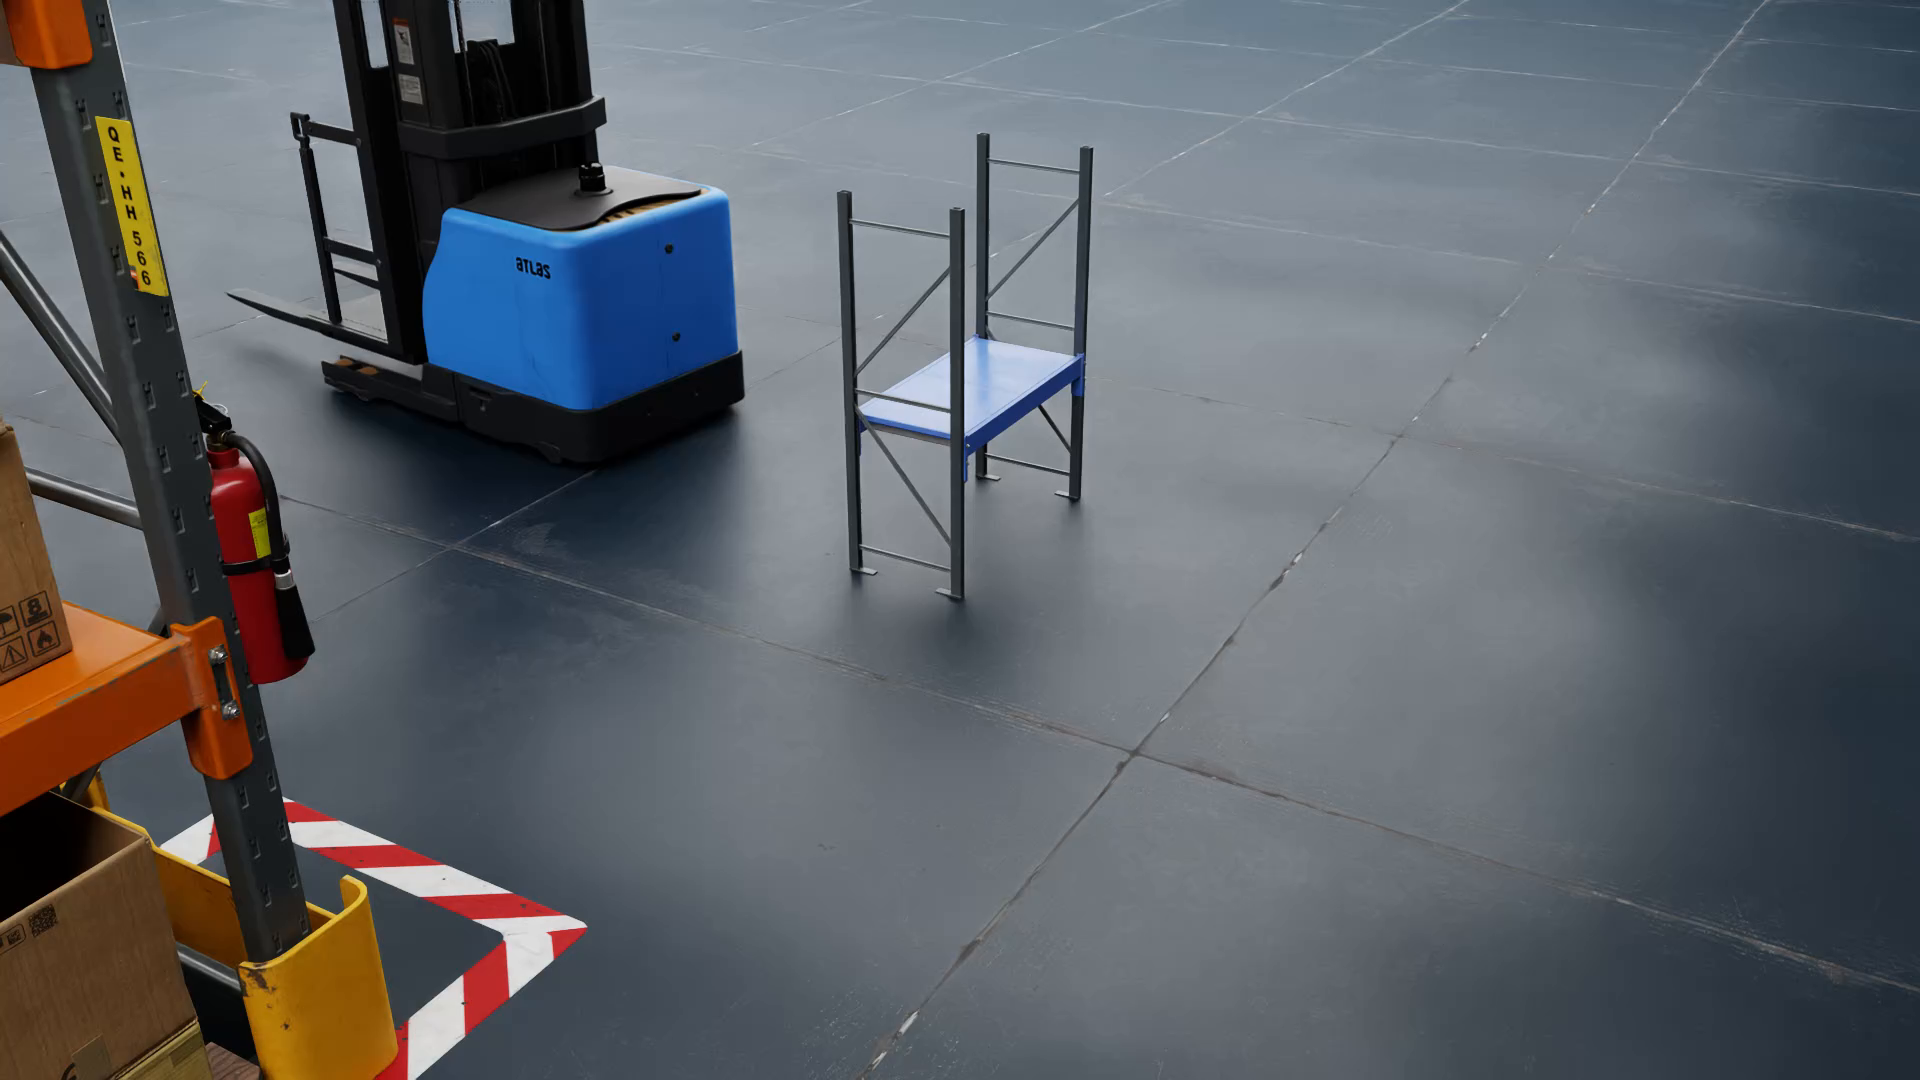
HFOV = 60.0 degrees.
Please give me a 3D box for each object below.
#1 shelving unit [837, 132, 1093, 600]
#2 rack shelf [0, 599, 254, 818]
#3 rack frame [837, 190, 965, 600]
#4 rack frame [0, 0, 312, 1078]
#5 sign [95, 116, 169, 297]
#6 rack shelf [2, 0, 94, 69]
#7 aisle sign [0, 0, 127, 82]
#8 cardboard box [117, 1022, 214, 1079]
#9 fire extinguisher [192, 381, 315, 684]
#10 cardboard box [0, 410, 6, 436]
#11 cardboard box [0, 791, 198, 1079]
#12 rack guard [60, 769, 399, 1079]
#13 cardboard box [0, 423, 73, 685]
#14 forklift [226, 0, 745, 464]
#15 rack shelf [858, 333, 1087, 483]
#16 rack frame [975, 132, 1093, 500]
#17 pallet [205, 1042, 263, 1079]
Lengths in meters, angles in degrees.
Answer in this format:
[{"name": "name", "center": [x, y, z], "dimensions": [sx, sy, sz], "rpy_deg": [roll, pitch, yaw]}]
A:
[{"name": "shelving unit", "center": [0.042, -0.704, 6.481], "dimensions": [0.538, 1.500, 1.048], "rpy_deg": [14, 30, 26]}, {"name": "rack shelf", "center": [-2.976, 0.988, 2.228], "dimensions": [1.077, 0.370, 4.000], "rpy_deg": [14, 30, 26]}, {"name": "rack frame", "center": [-0.208, -0.506, 6.085], "dimensions": [0.500, 1.500, 0.032], "rpy_deg": [14, 30, 26]}, {"name": "rack frame", "center": [-1.992, -0.113, 3.624], "dimensions": [1.000, 3.000, 0.127], "rpy_deg": [14, 30, 26]}, {"name": "sign", "center": [-1.526, -0.612, 3.063], "dimensions": [0.100, 0.325, 0.005], "rpy_deg": [14, 30, 26]}, {"name": "rack shelf", "center": [-2.976, -0.353, 1.557], "dimensions": [1.077, 0.370, 4.000], "rpy_deg": [14, 30, 26]}, {"name": "aisle sign", "center": [-1.704, -1.236, 2.964], "dimensions": [0.394, 0.787, 0.004], "rpy_deg": [14, 30, 26]}, {"name": "cardboard box", "center": [-1.998, 1.203, 3.598], "dimensions": [0.500, 0.250, 0.500], "rpy_deg": [14, 30, 26]}, {"name": "fire extinguisher", "center": [-1.529, -0.022, 3.529], "dimensions": [0.296, 0.674, 0.183], "rpy_deg": [14, 30, 26]}, {"name": "cardboard box", "center": [-2.014, -0.257, 3.075], "dimensions": [0.380, 0.149, 0.250], "rpy_deg": [14, 30, 25]}, {"name": "cardboard box", "center": [-1.996, 0.868, 3.429], "dimensions": [0.500, 0.500, 0.500], "rpy_deg": [14, 30, 26]}, {"name": "rack guard", "center": [-1.980, 0.996, 4.202], "dimensions": [1.175, 0.500, 0.348], "rpy_deg": [14, 30, 26]}, {"name": "cardboard box", "center": [-2.232, 0.022, 3.244], "dimensions": [0.700, 0.500, 0.500], "rpy_deg": [14, 30, 26]}, {"name": "forklift", "center": [-2.517, -2.156, 7.783], "dimensions": [3.031, 2.935, 1.130], "rpy_deg": [18, 32, 32]}, {"name": "rack shelf", "center": [0.042, -0.543, 6.561], "dimensions": [0.538, 0.185, 1.000], "rpy_deg": [14, 30, 26]}, {"name": "rack frame", "center": [0.292, -0.902, 6.876], "dimensions": [0.500, 1.500, 0.032], "rpy_deg": [14, 30, 26]}, {"name": "pallet", "center": [-2.331, 1.441, 3.635], "dimensions": [1.003, 0.211, 1.213], "rpy_deg": [14, 30, 26]}]
